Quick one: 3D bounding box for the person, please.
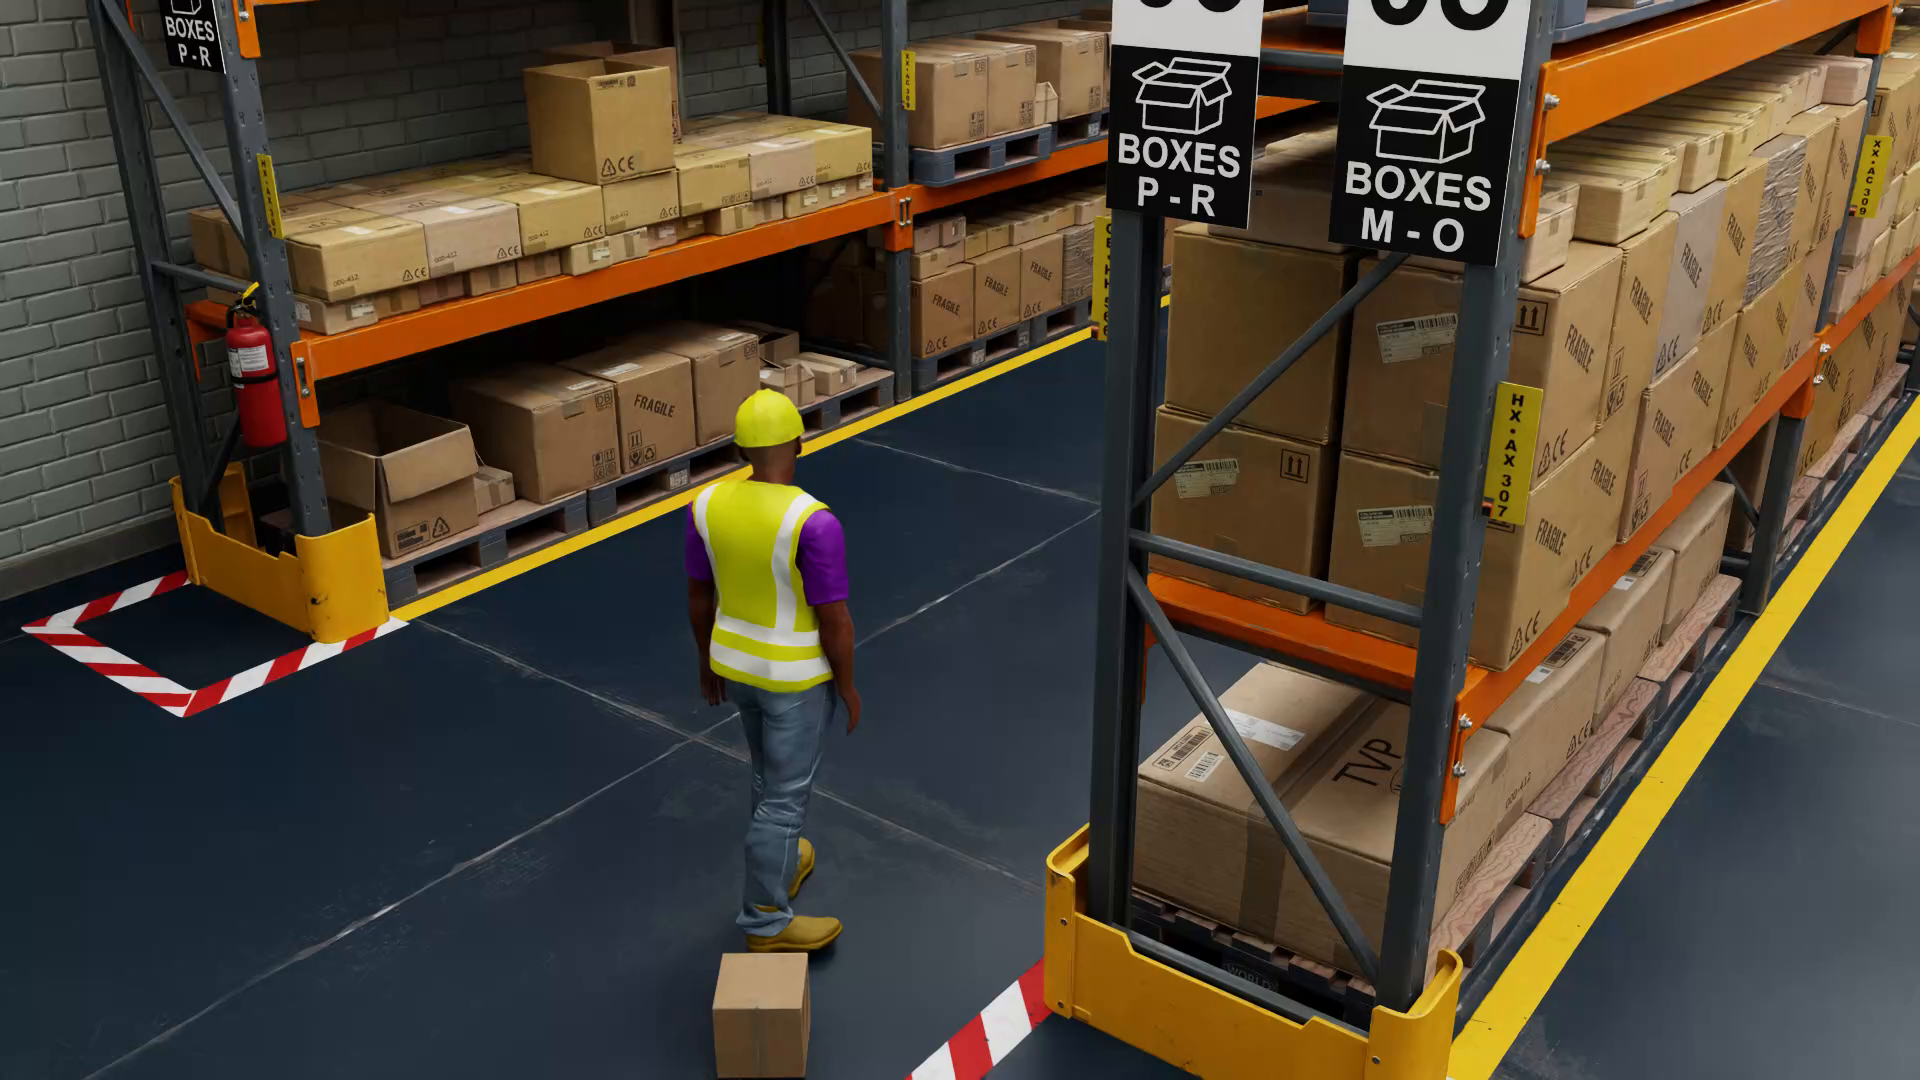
[{"bbox_3d":[-0.566,0.403,5.134,0.589,1.766,0.569,16,28,33],"label":"person"}]
